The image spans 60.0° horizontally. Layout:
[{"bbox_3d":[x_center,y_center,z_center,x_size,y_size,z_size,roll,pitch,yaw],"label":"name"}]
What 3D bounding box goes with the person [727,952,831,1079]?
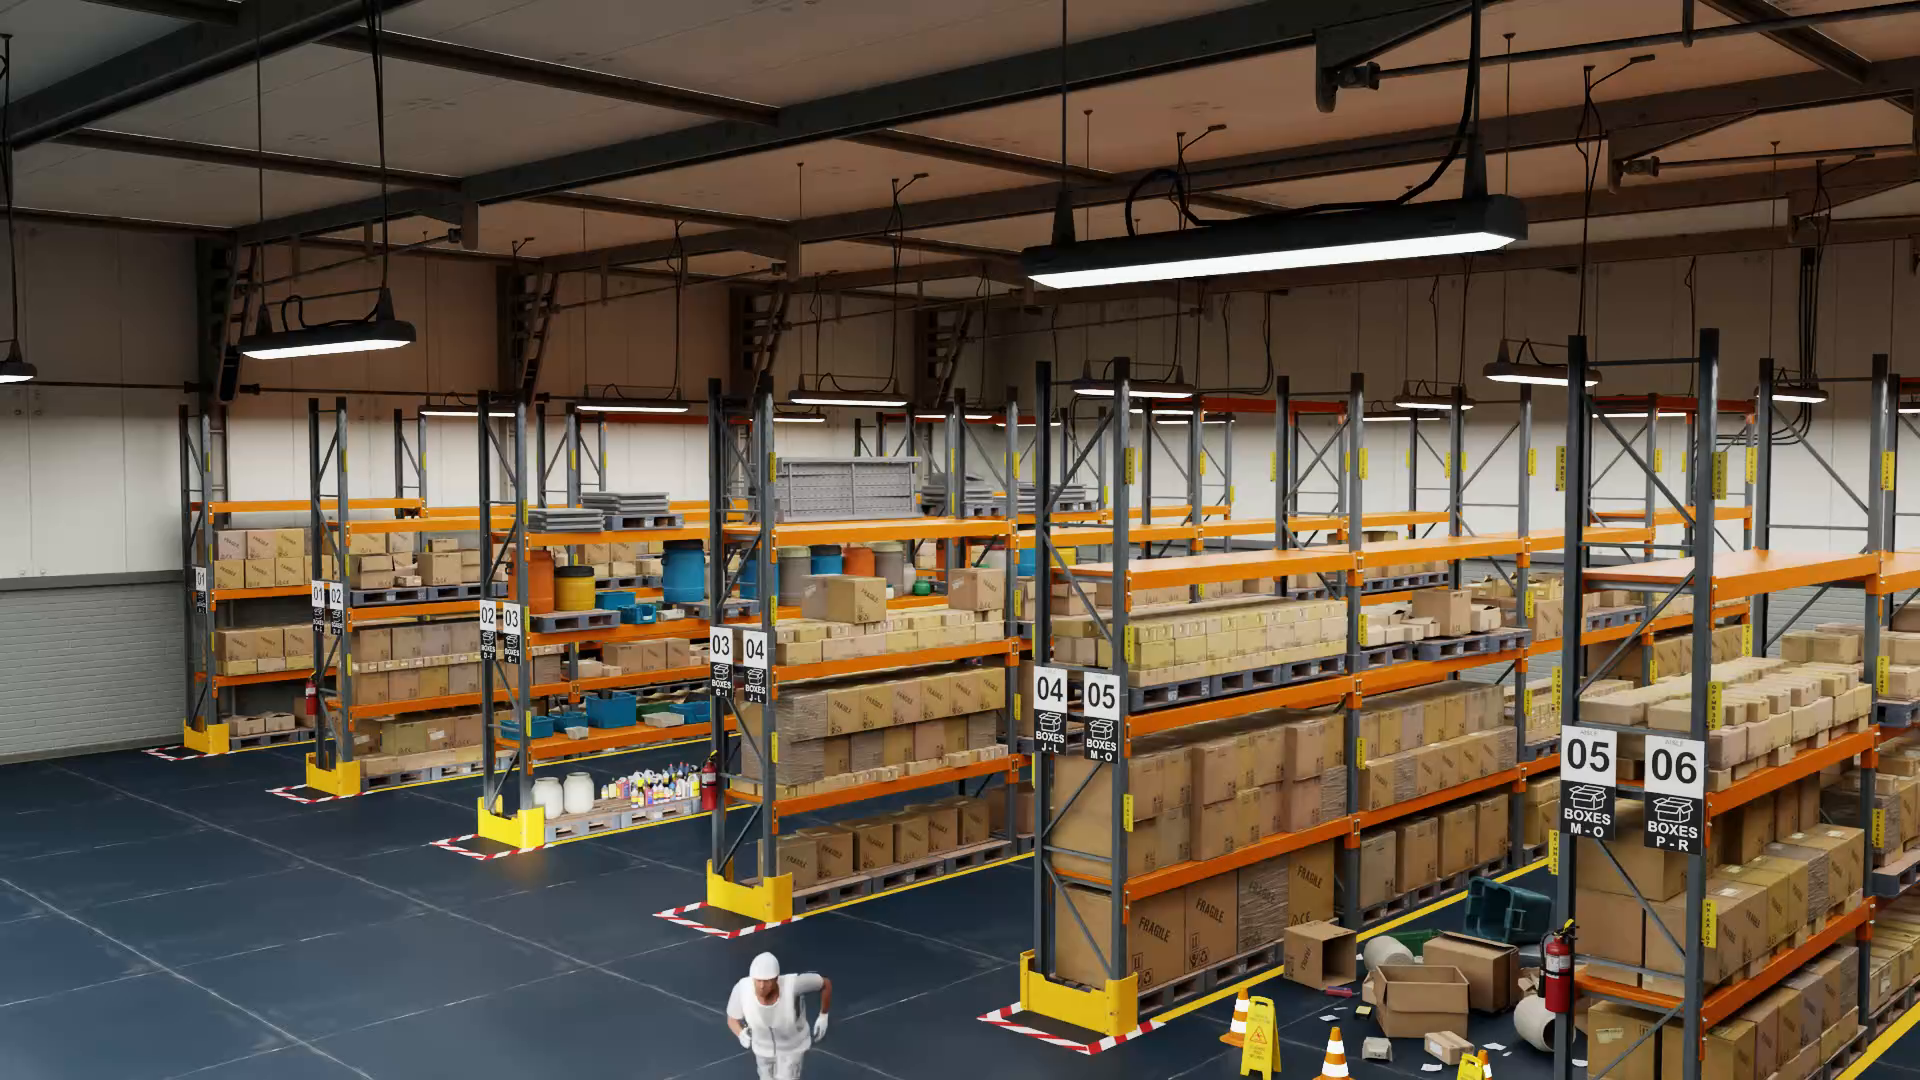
[{"bbox_3d":[-1.281,3.722,11.971,0.729,1.723,1.024,0,3,9],"label":"person"}]
